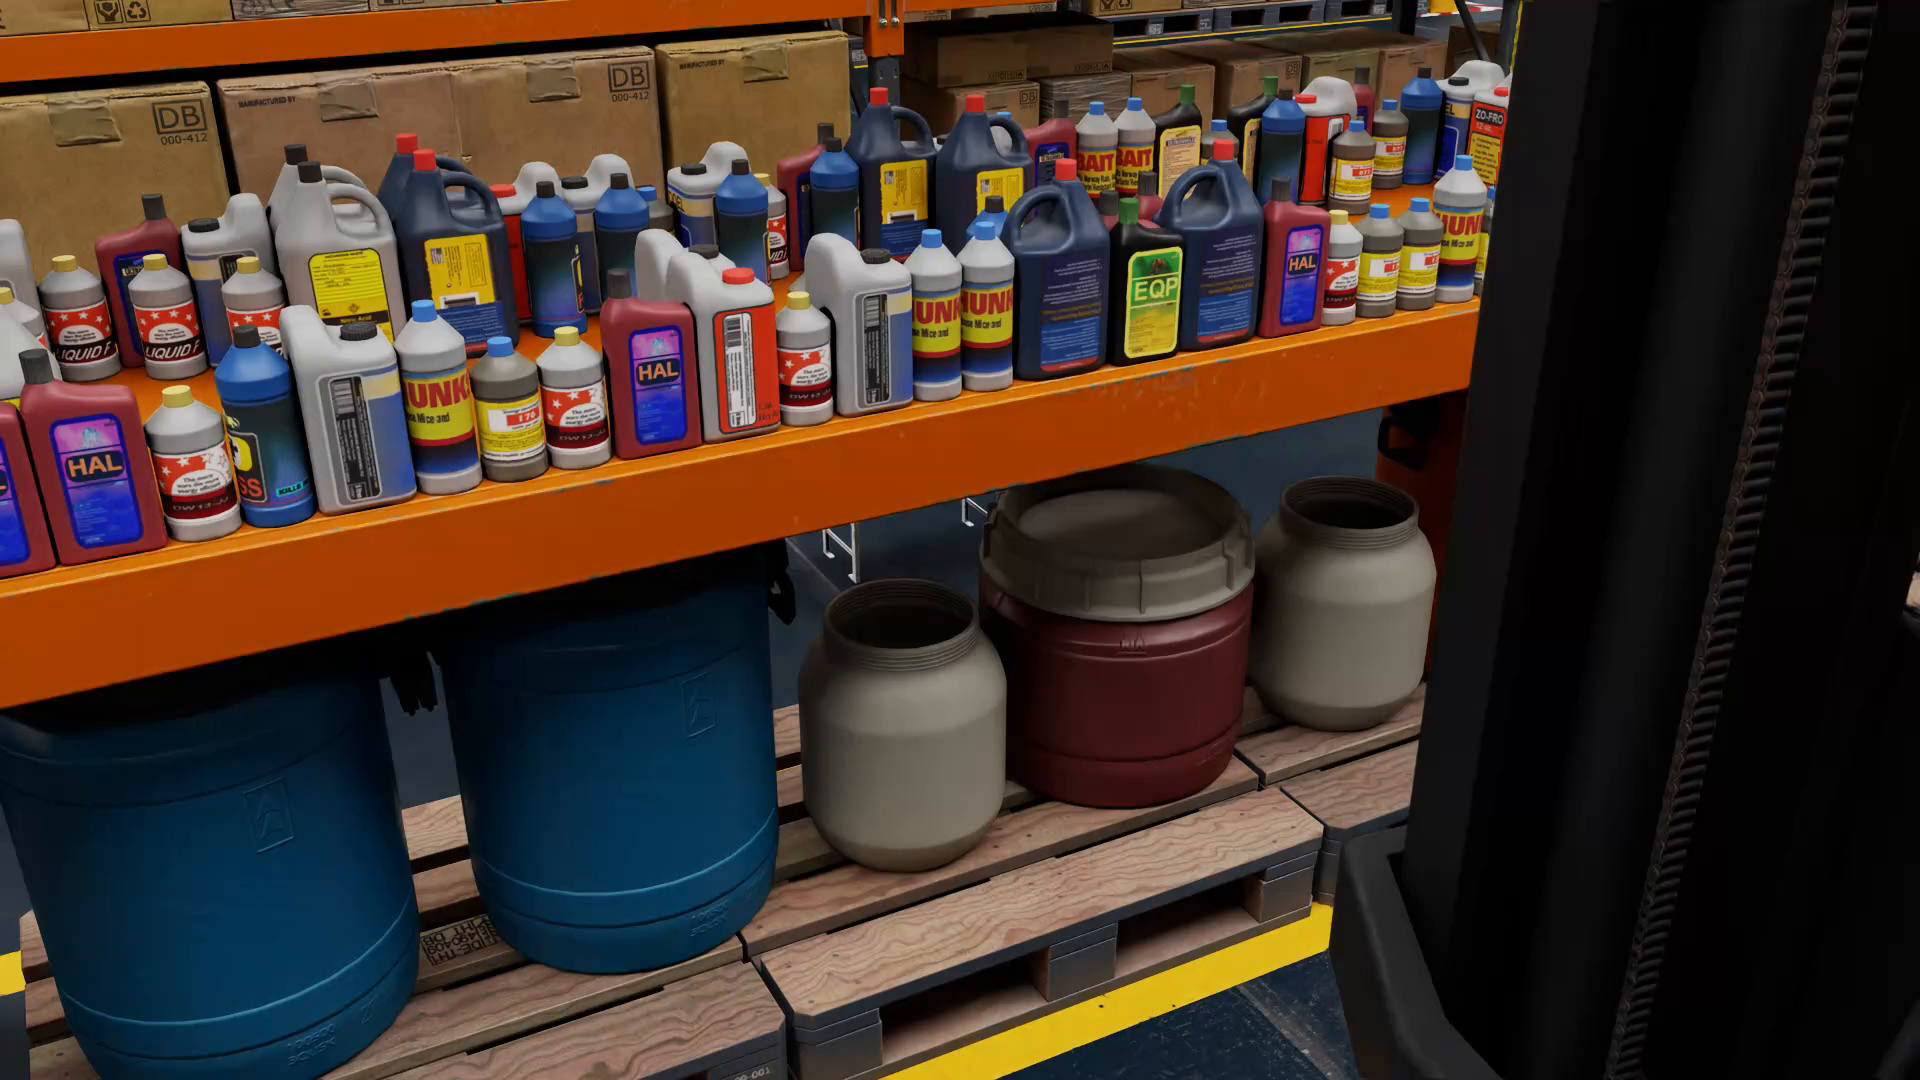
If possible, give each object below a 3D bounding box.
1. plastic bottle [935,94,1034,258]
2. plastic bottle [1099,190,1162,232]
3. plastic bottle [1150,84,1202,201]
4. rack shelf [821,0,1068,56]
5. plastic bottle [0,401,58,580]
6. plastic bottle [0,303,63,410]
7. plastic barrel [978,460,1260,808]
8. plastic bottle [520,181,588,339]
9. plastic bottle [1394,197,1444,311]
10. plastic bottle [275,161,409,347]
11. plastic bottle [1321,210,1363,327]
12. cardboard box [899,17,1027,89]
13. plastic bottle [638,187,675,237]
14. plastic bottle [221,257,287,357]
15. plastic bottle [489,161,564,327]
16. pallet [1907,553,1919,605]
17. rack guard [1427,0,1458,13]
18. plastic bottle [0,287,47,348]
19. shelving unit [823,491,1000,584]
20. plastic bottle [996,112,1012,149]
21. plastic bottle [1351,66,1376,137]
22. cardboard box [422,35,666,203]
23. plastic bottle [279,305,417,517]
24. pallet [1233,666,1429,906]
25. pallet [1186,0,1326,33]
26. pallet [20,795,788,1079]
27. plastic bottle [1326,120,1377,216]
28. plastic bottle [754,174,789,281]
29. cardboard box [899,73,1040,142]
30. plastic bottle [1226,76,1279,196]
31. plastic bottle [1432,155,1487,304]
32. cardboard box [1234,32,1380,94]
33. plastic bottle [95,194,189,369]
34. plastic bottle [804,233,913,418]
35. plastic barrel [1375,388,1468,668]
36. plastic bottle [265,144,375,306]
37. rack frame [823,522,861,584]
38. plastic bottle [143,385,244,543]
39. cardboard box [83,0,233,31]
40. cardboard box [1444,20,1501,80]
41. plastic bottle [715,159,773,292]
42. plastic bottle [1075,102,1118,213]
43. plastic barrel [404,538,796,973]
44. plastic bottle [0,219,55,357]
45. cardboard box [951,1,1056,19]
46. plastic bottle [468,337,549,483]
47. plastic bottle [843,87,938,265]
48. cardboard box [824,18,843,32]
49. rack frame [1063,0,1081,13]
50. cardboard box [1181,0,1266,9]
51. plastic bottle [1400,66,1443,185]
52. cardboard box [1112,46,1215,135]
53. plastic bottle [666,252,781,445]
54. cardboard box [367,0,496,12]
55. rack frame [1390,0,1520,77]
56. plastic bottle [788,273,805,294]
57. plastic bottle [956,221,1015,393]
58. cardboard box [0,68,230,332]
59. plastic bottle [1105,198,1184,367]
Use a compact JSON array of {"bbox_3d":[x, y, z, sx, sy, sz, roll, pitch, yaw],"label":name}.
[{"bbox_3d":[0.050,-0.711,3.323,0.185,0.351,0.144,-13,29,-25],"label":"plastic bottle"},{"bbox_3d":[0.286,-0.470,2.898,0.133,0.283,0.061,-13,29,-25],"label":"plastic bottle"},{"bbox_3d":[0.474,-0.874,3.739,0.133,0.283,0.061,-13,29,-25],"label":"plastic bottle"},{"bbox_3d":[1.194,-3.017,8.899,4.000,0.370,1.077,-13,29,-25],"label":"rack shelf"},{"bbox_3d":[-1.246,-0.087,2.100,0.133,0.283,0.061,-13,29,-25],"label":"plastic bottle"},{"bbox_3d":[-1.271,-0.162,2.178,0.185,0.351,0.144,-13,29,-25],"label":"plastic bottle"},{"bbox_3d":[0.340,0.192,3.686,0.708,0.588,0.600,-13,29,-25],"label":"plastic barrel"},{"bbox_3d":[-0.732,-0.507,2.988,0.097,0.271,0.097,0,26,0],"label":"plastic bottle"},{"bbox_3d":[0.860,-0.545,3.149,0.097,0.201,0.097,0,26,0],"label":"plastic bottle"},{"bbox_3d":[-1.045,-0.463,2.805,0.185,0.351,0.144,-13,29,-25],"label":"plastic bottle"},{"bbox_3d":[0.688,-0.505,3.066,0.097,0.201,0.097,0,26,0],"label":"plastic bottle"},{"bbox_3d":[0.006,-2.491,8.487,0.500,0.250,0.500,-12,28,-23],"label":"cardboard box"},{"bbox_3d":[-0.599,-0.580,3.223,0.097,0.201,0.097,0,26,0],"label":"plastic bottle"},{"bbox_3d":[-1.177,-0.372,2.790,0.097,0.201,0.097,0,26,0],"label":"plastic bottle"},{"bbox_3d":[-0.807,-0.553,3.079,0.135,0.276,0.152,-13,29,-25],"label":"plastic bottle"},{"bbox_3d":[2.461,0.072,4.857,1.213,0.211,1.003,-13,29,-25],"label":"pallet"},{"bbox_3d":[4.264,-5.356,15.828,0.348,0.500,1.175,-13,29,-25],"label":"rack guard"},{"bbox_3d":[-1.499,-0.298,2.635,0.097,0.201,0.097,0,26,0],"label":"plastic bottle"},{"bbox_3d":[-0.146,-0.507,4.920,0.503,1.200,0.258,-13,29,-25],"label":"shelving unit"},{"bbox_3d":[0.091,-0.771,3.539,0.097,0.271,0.097,0,26,0],"label":"plastic bottle"},{"bbox_3d":[0.914,-0.976,3.951,0.133,0.283,0.061,-13,29,-25],"label":"plastic bottle"},{"bbox_3d":[-1.980,-1.854,7.616,0.875,0.875,1.225,-13,29,-25],"label":"cardboard box"},{"bbox_3d":[-0.859,-0.195,2.334,0.135,0.276,0.152,-13,29,-25],"label":"plastic bottle"},{"bbox_3d":[1.084,0.391,4.191,1.213,0.211,1.003,-13,29,-25],"label":"pallet"},{"bbox_3d":[2.499,-4.782,14.965,1.213,0.211,1.003,-13,29,-25],"label":"pallet"},{"bbox_3d":[-1.069,0.888,3.156,1.213,0.211,1.003,-13,29,-25],"label":"pallet"},{"bbox_3d":[0.893,-0.850,3.784,0.097,0.201,0.097,0,26,0],"label":"plastic bottle"},{"bbox_3d":[-0.394,-0.628,3.321,0.097,0.201,0.097,0,26,0],"label":"plastic bottle"},{"bbox_3d":[0.011,-2.149,8.641,0.500,0.500,0.700,-15,29,-28],"label":"cardboard box"},{"bbox_3d":[0.678,-0.921,3.837,0.133,0.283,0.061,-13,29,-25],"label":"plastic bottle"},{"bbox_3d":[0.946,-0.596,3.175,0.097,0.271,0.097,0,26,0],"label":"plastic bottle"},{"bbox_3d":[1.977,-2.613,9.607,0.500,0.500,0.700,-13,29,-25],"label":"cardboard box"},{"bbox_3d":[-1.392,-0.443,2.843,0.133,0.283,0.061,-13,29,-25],"label":"plastic bottle"},{"bbox_3d":[-0.160,-0.356,2.670,0.135,0.276,0.152,-13,29,-25],"label":"plastic bottle"},{"bbox_3d":[1.336,-0.147,4.113,0.708,0.830,0.600,-13,29,-25],"label":"plastic barrel"},{"bbox_3d":[-1.113,-0.518,2.919,0.185,0.351,0.144,-13,29,-25],"label":"plastic bottle"},{"bbox_3d":[-0.361,-0.457,4.817,0.015,1.200,0.240,-13,29,-25],"label":"rack frame"},{"bbox_3d":[-1.035,-0.108,2.238,0.097,0.201,0.097,0,26,0],"label":"plastic bottle"},{"bbox_3d":[-3.134,-2.265,6.387,0.500,0.500,0.500,-13,29,-25],"label":"cardboard box"},{"bbox_3d":[3.330,-2.877,10.180,0.500,0.500,0.500,-14,29,-27],"label":"cardboard box"},{"bbox_3d":[-0.408,-0.581,3.144,0.097,0.271,0.097,0,26,0],"label":"plastic bottle"},{"bbox_3d":[0.295,-0.818,3.637,0.097,0.271,0.097,0,26,0],"label":"plastic bottle"},{"bbox_3d":[-0.657,0.280,3.139,0.708,0.901,0.600,-13,29,-25],"label":"plastic barrel"},{"bbox_3d":[-1.574,-0.375,2.710,0.135,0.276,0.152,-13,29,-25],"label":"plastic bottle"},{"bbox_3d":[0.208,-4.678,13.641,0.750,0.750,1.050,-13,29,-25],"label":"cardboard box"},{"bbox_3d":[-0.658,-0.194,2.419,0.097,0.201,0.097,0,26,0],"label":"plastic bottle"},{"bbox_3d":[-0.141,-0.742,3.387,0.185,0.351,0.144,-13,29,-25],"label":"plastic bottle"},{"bbox_3d":[-1.466,-4.293,12.840,0.750,0.750,1.050,-13,28,-24],"label":"cardboard box"},{"bbox_3d":[0.714,-5.663,13.580,0.127,3.000,1.000,-13,29,-25],"label":"rack frame"},{"bbox_3d":[2.095,-5.181,14.546,0.875,0.875,0.875,-13,28,-25],"label":"cardboard box"},{"bbox_3d":[1.111,-1.006,4.029,0.097,0.271,0.097,0,26,0],"label":"plastic bottle"},{"bbox_3d":[0.991,-2.385,9.132,0.500,0.500,0.700,-11,28,-21],"label":"cardboard box"},{"bbox_3d":[-0.365,-0.309,2.571,0.135,0.276,0.152,-13,29,-25],"label":"plastic bottle"},{"bbox_3d":[-2.239,-2.474,6.822,0.500,0.500,0.500,-12,28,-24],"label":"cardboard box"},{"bbox_3d":[2.958,-3.749,9.592,0.127,3.000,1.000,-13,29,-25],"label":"rack frame"},{"bbox_3d":[-0.236,-0.367,2.777,0.097,0.201,0.097,0,26,0],"label":"plastic bottle"},{"bbox_3d":[0.041,-0.387,2.740,0.097,0.271,0.097,0,26,0],"label":"plastic bottle"},{"bbox_3d":[-3.545,-1.489,6.855,0.875,0.875,1.225,-13,29,-25],"label":"cardboard box"},{"bbox_3d":[0.314,-0.447,2.850,0.133,0.283,0.061,-13,29,-25],"label":"plastic bottle"}]
